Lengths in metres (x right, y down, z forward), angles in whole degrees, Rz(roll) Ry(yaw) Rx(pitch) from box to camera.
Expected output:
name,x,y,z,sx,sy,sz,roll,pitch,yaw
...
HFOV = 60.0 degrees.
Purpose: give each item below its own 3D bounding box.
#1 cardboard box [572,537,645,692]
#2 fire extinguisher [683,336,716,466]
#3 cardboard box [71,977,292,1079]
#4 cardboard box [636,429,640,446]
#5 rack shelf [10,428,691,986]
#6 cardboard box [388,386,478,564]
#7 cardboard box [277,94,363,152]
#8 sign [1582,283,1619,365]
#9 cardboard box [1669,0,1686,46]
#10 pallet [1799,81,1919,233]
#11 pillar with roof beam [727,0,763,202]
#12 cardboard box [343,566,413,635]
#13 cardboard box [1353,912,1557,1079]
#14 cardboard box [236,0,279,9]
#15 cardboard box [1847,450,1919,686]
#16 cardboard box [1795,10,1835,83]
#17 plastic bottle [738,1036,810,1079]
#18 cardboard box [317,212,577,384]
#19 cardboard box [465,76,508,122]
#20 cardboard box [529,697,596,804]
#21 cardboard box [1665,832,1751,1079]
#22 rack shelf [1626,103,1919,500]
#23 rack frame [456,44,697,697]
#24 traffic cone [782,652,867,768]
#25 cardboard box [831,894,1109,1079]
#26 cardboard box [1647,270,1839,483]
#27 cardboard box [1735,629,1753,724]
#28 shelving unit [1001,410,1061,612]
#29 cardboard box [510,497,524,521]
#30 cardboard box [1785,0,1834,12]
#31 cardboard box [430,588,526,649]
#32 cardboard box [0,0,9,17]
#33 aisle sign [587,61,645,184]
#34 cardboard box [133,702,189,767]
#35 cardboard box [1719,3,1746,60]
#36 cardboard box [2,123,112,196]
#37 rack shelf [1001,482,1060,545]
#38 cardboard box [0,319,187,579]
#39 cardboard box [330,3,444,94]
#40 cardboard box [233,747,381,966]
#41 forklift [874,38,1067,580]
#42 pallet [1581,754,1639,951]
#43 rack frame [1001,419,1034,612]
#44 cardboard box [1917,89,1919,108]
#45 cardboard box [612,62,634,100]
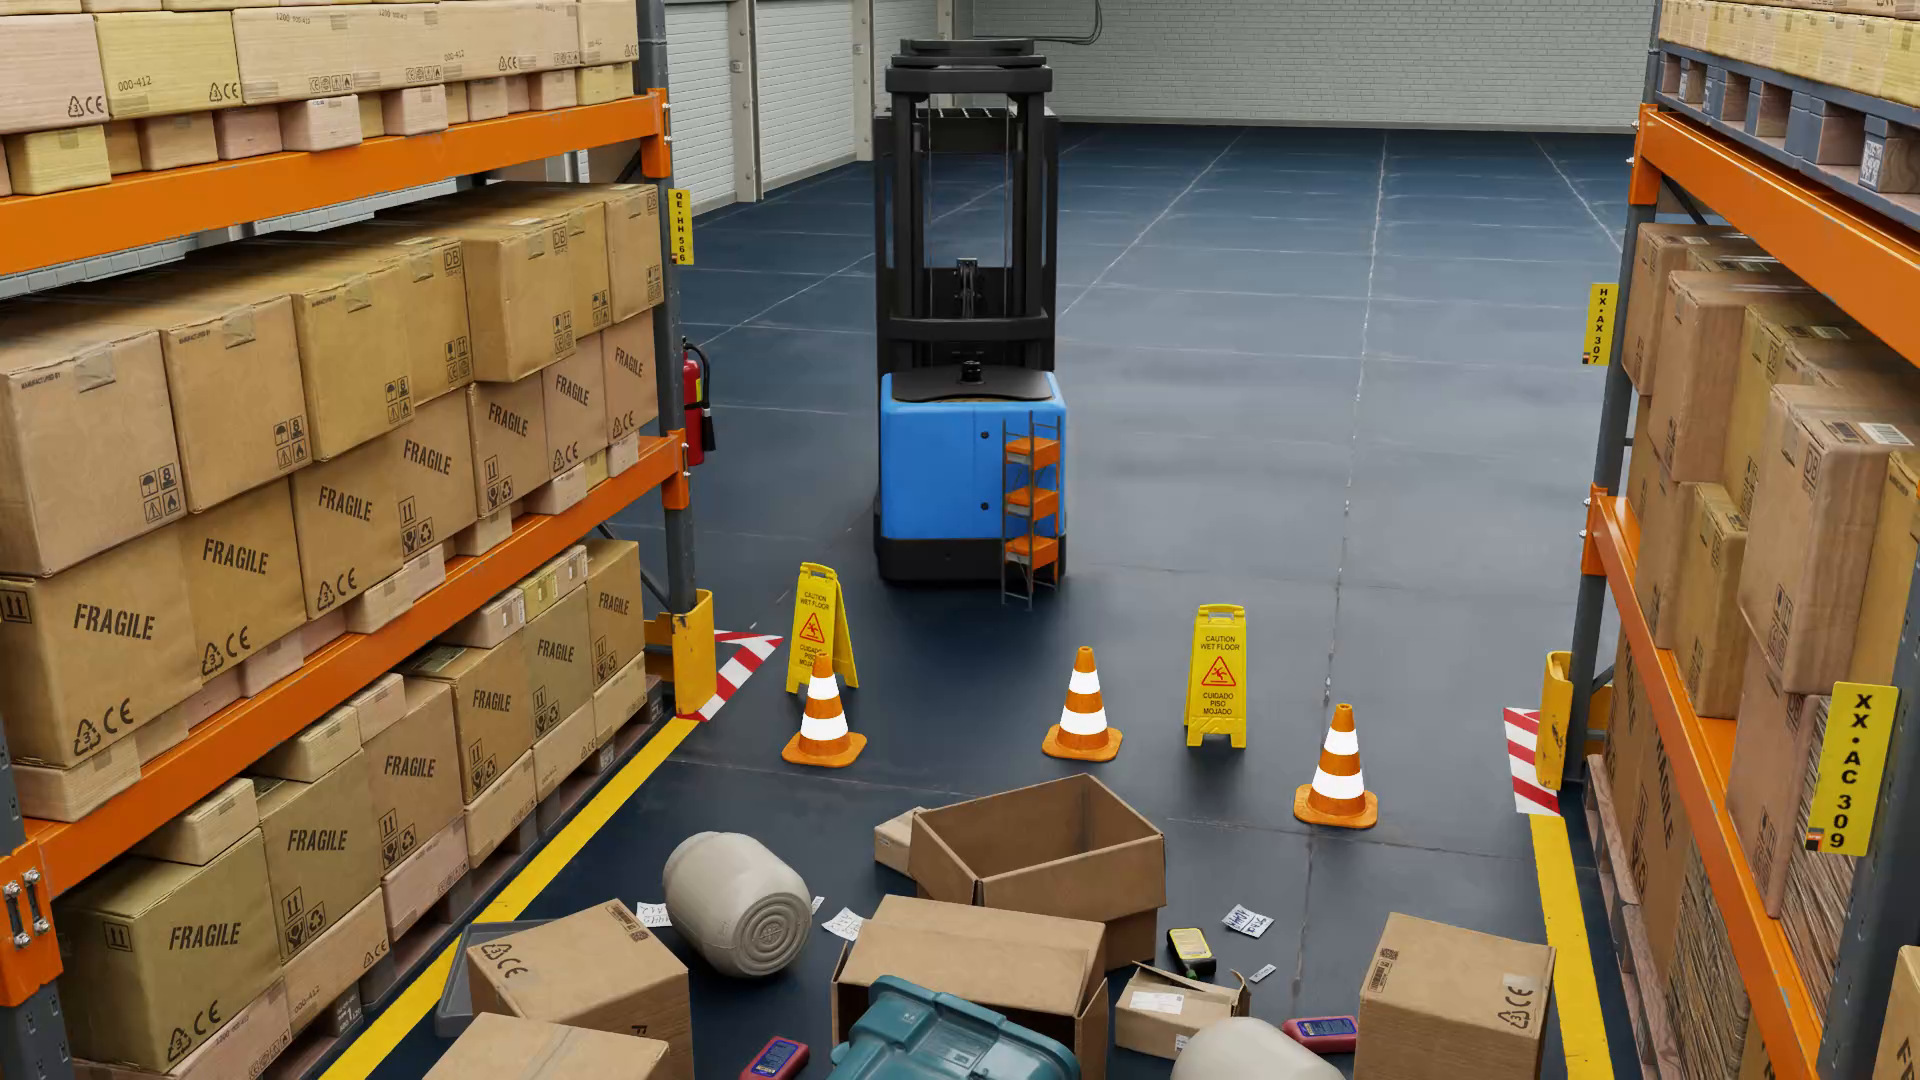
name,x,y,z,sx,sy,sz,roll,pitch,yaw
cardboard box,-1.696,0.299,7.114,0.500,0.500,0.500,5,19,14
fire extinguisher,-1.278,-0.683,7.666,0.296,0.674,0.183,5,19,13
cardboard box,-2.324,1.473,4.840,0.500,0.250,0.500,4,19,11
cardboard box,-1.637,-0.467,7.303,0.380,0.149,0.250,5,20,15
rack shelf,-2.241,0.247,5.936,1.077,0.370,4.000,5,19,13
cardboard box,-2.013,-0.246,5.651,0.500,0.500,0.500,5,19,14
cardboard box,-2.016,-1.242,4.932,0.380,0.149,0.250,4,19,12
sign,2.535,-0.854,6.584,0.100,0.325,0.005,5,19,13
cardboard box,2.616,-1.745,5.600,0.380,0.149,0.250,5,19,14
pallet,2.305,-0.740,3.210,1.003,0.211,1.213,5,19,13
pillar with roof beam,0.961,-9.104,22.921,9.100,9.000,0.400,5,19,13
cardboard box,-2.020,0.179,5.411,0.380,0.149,0.250,5,19,14
cardboard box,1.479,1.507,4.998,0.500,0.500,0.500,8,21,23
cardboard box,-2.126,-1.545,4.584,0.380,0.149,0.250,4,19,12
cardboard box,2.218,0.198,3.064,0.875,0.550,0.550,5,19,13
cardboard box,2.122,-1.111,3.744,0.380,0.149,0.250,5,19,14
plastic bottle,-0.596,1.668,5.210,0.133,0.061,0.283,8,21,23
cardboard box,-1.822,-0.878,5.955,0.700,0.500,0.500,4,19,13
cardboard box,-1.837,-1.569,5.890,0.380,0.149,0.250,5,19,13
cardboard box,-1.824,0.819,6.754,0.500,0.250,0.500,5,19,14
cardboard box,2.533,1.225,4.597,0.875,0.875,0.875,5,19,14
rack shelf,2.583,-0.813,4.399,1.077,0.370,4.000,5,19,13
rack frame,-1.753,-0.720,7.655,1.000,3.000,0.127,5,19,13
traffic cone,-0.607,0.717,7.372,0.336,0.463,0.334,5,19,13
cardboard box,0.053,1.441,4.979,0.797,0.637,0.503,5,19,13
cardboard box,2.630,-0.485,5.064,0.875,0.550,0.550,5,19,13
cardboard box,2.532,0.371,4.228,0.875,0.550,0.550,5,19,13
shelving unit,0.382,-0.155,9.017,0.215,1.050,0.252,14,24,35
cardboard box,-1.907,-0.148,6.368,0.380,0.149,0.250,5,19,14
cardboard box,2.214,-1.332,3.773,0.500,0.250,0.500,4,19,13
cardboard box,-1.851,0.274,6.186,0.380,0.149,0.250,6,20,16
cardboard box,-2.336,-1.217,3.624,0.380,0.149,0.250,4,19,12
aisle sign,-1.456,-1.947,7.224,0.394,0.787,0.004,5,19,13
cardboard box,-2.331,0.496,4.483,0.380,0.149,0.250,5,20,15
cardboard box,2.369,-1.430,4.676,0.380,0.149,0.250,5,19,13
cardboard box,-2.295,-0.923,3.996,0.380,0.149,0.250,5,19,13
rack shelf,0.382,-0.145,9.021,0.215,0.259,0.240,14,24,35
cardboard box,-2.412,-0.248,4.112,0.700,0.500,0.500,4,19,13
cardboard box,-1.984,-1.548,5.212,0.500,0.250,0.500,5,19,14
cardboard box,-2.205,0.949,5.212,0.500,0.500,0.500,5,20,16
forklift,0.027,-1.588,10.302,1.130,2.935,3.031,-1,19,-2
pallet,2.953,1.216,6.302,1.003,0.211,1.213,5,19,13
rack frame,0.307,-0.124,8.926,0.200,1.050,0.008,14,24,35
cardboard box,1.874,-0.793,2.812,0.380,0.149,0.250,5,19,13
cardboard box,-1.569,-1.887,6.818,0.380,0.149,0.250,5,19,14
